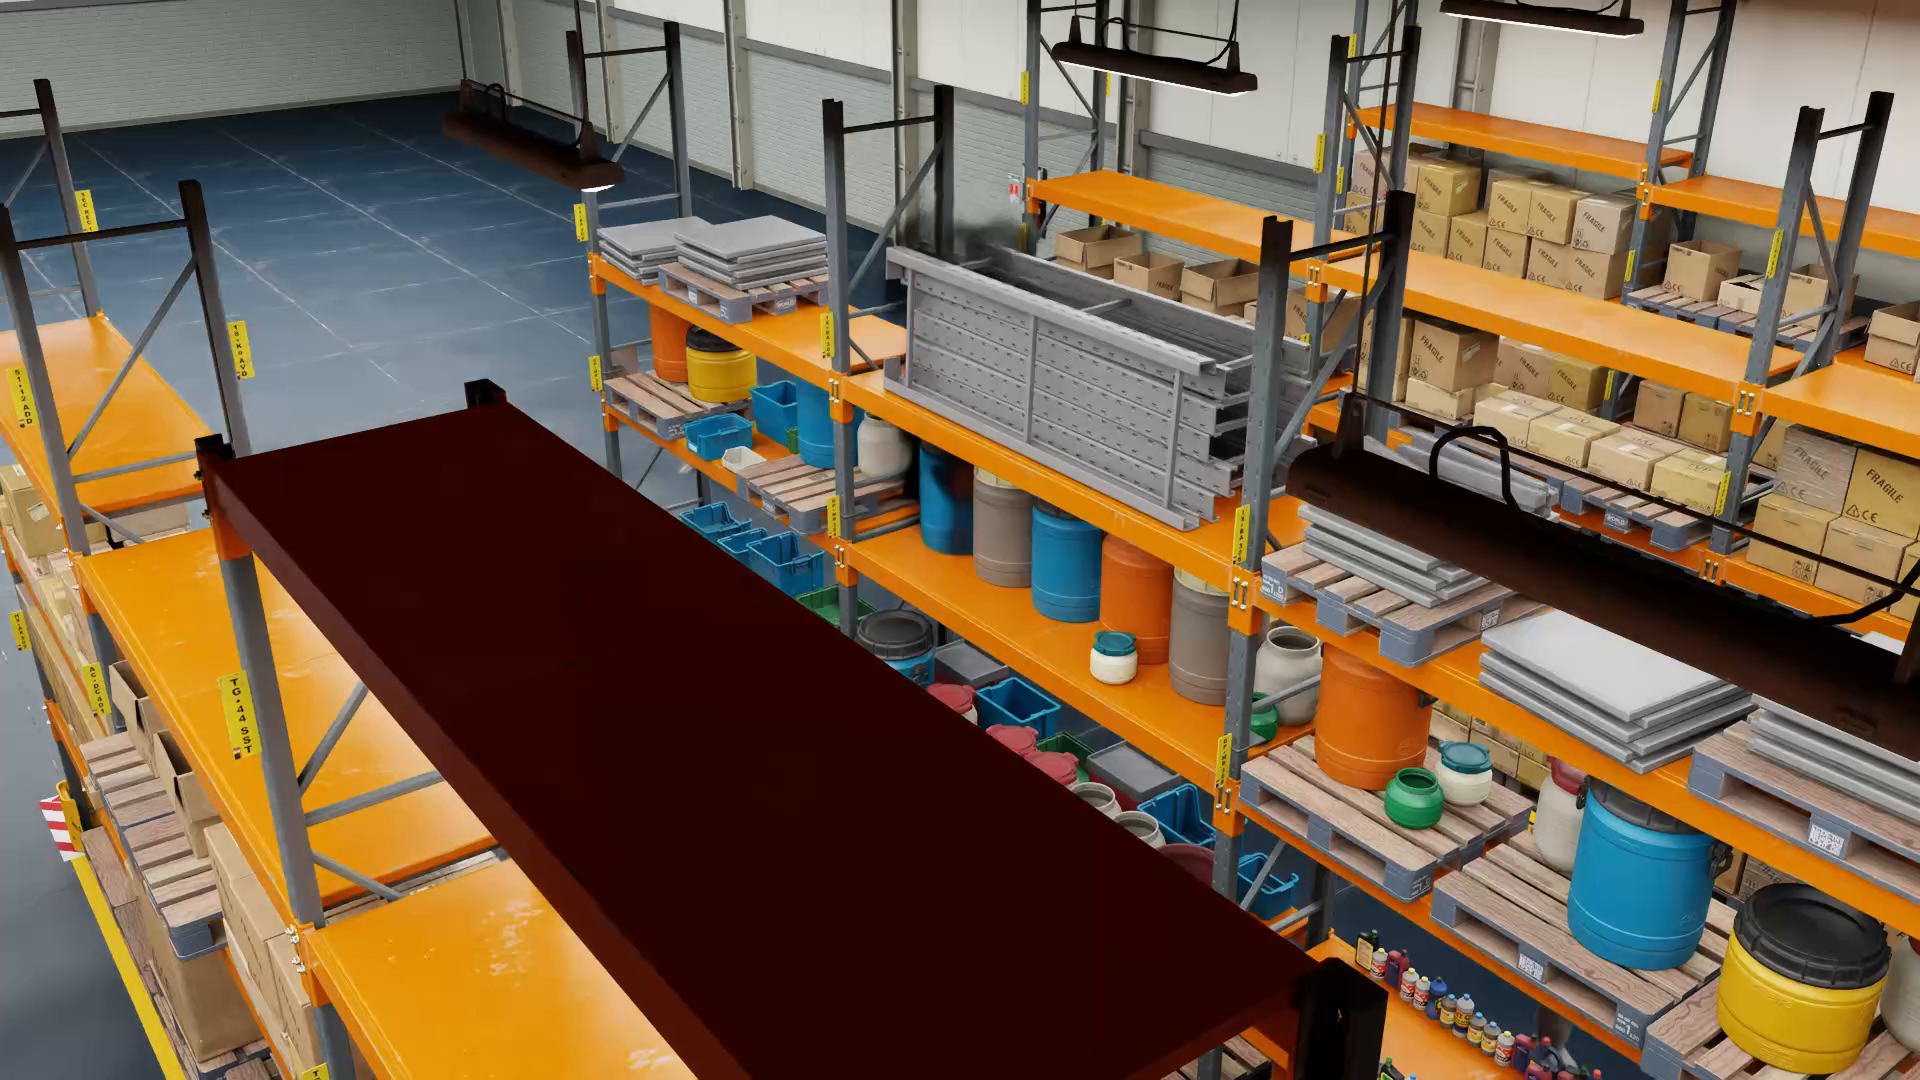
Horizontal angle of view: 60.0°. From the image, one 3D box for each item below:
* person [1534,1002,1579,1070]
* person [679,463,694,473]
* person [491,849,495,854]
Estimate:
[{"bbox_3d":[3.882,2.979,10.567,0.579,1.768,0.725,-13,28,-26],"label":"person"},{"bbox_3d":[-3.202,-1.643,20.453,0.707,1.833,0.647,-6,25,-12],"label":"person"},{"bbox_3d":[-3.611,2.156,12.405,0.877,1.602,0.538,20,31,36],"label":"person"}]
